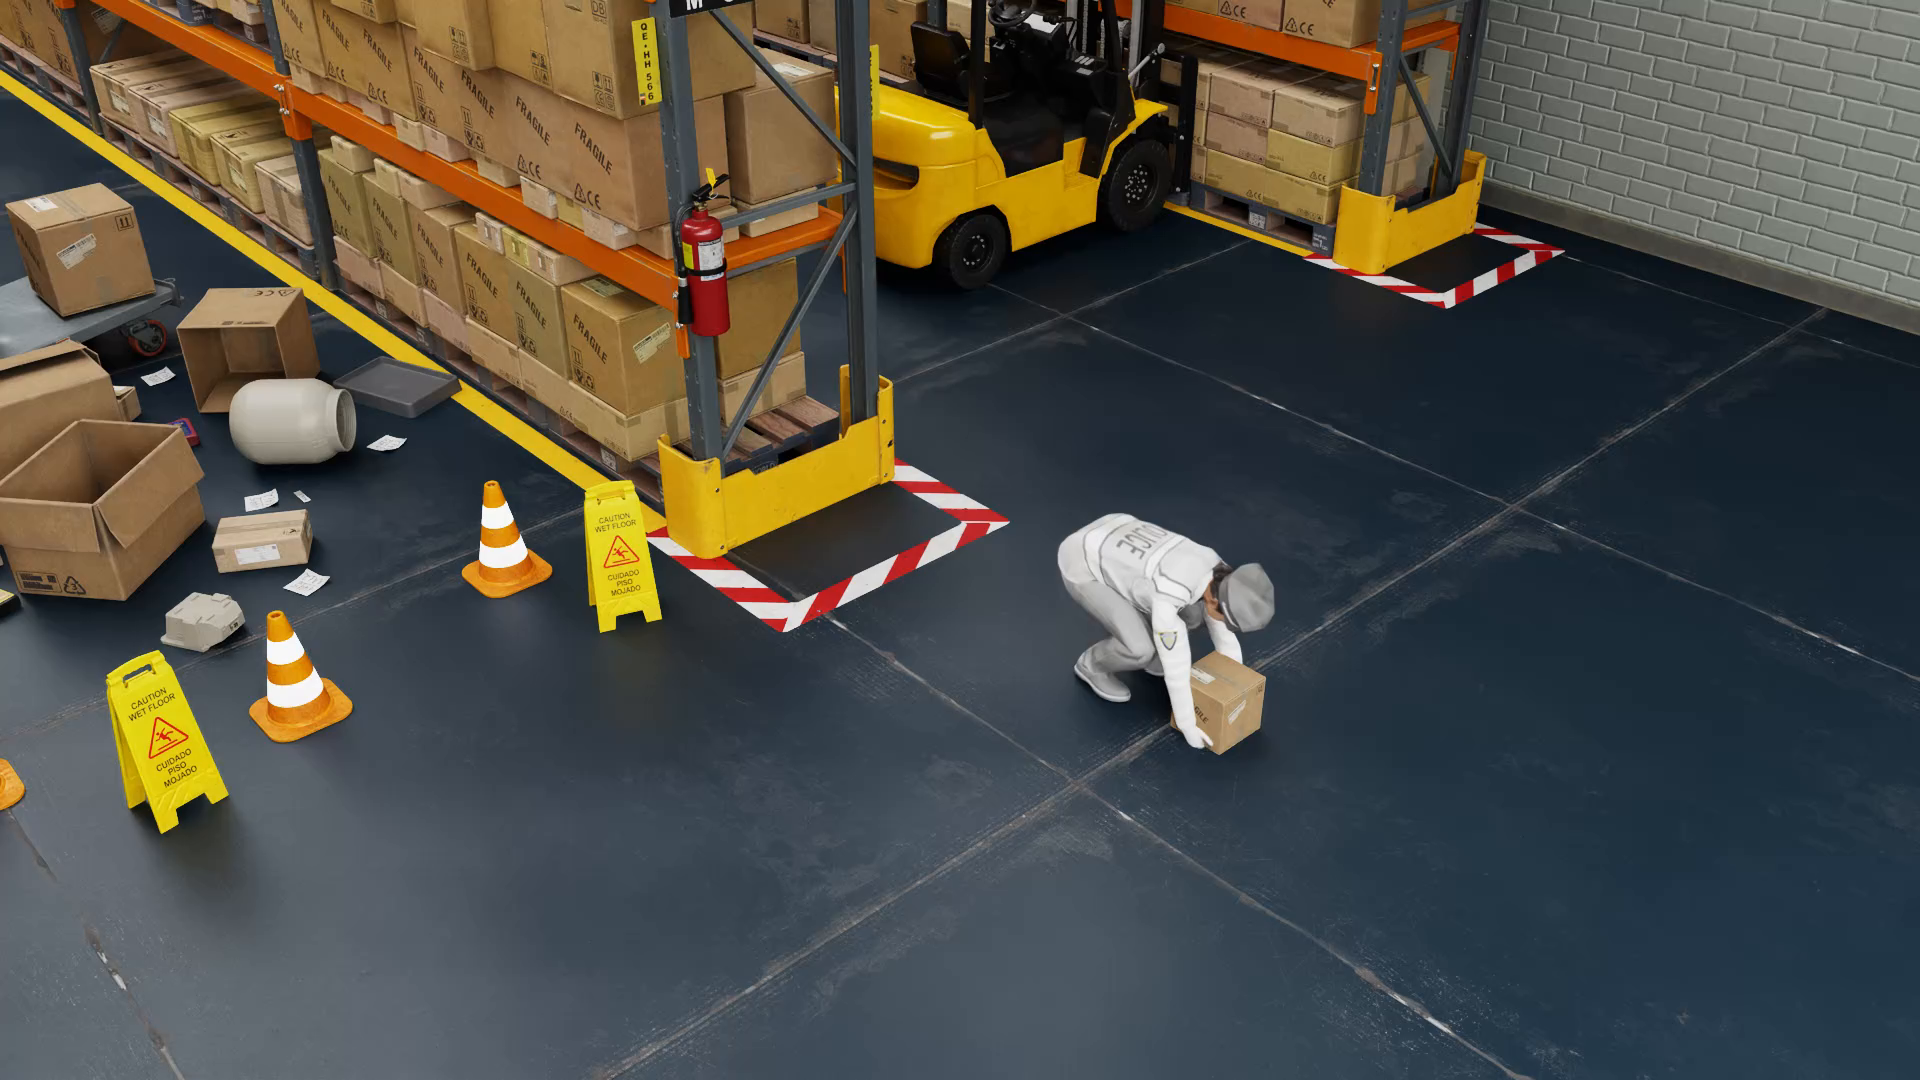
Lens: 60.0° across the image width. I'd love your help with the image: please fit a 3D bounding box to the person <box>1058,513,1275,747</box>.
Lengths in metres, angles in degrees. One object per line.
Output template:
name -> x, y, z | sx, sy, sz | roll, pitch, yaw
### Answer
person -> 0.793, 0.307, 6.524 | 0.455, 0.763, 0.914 | -27, 41, -36
